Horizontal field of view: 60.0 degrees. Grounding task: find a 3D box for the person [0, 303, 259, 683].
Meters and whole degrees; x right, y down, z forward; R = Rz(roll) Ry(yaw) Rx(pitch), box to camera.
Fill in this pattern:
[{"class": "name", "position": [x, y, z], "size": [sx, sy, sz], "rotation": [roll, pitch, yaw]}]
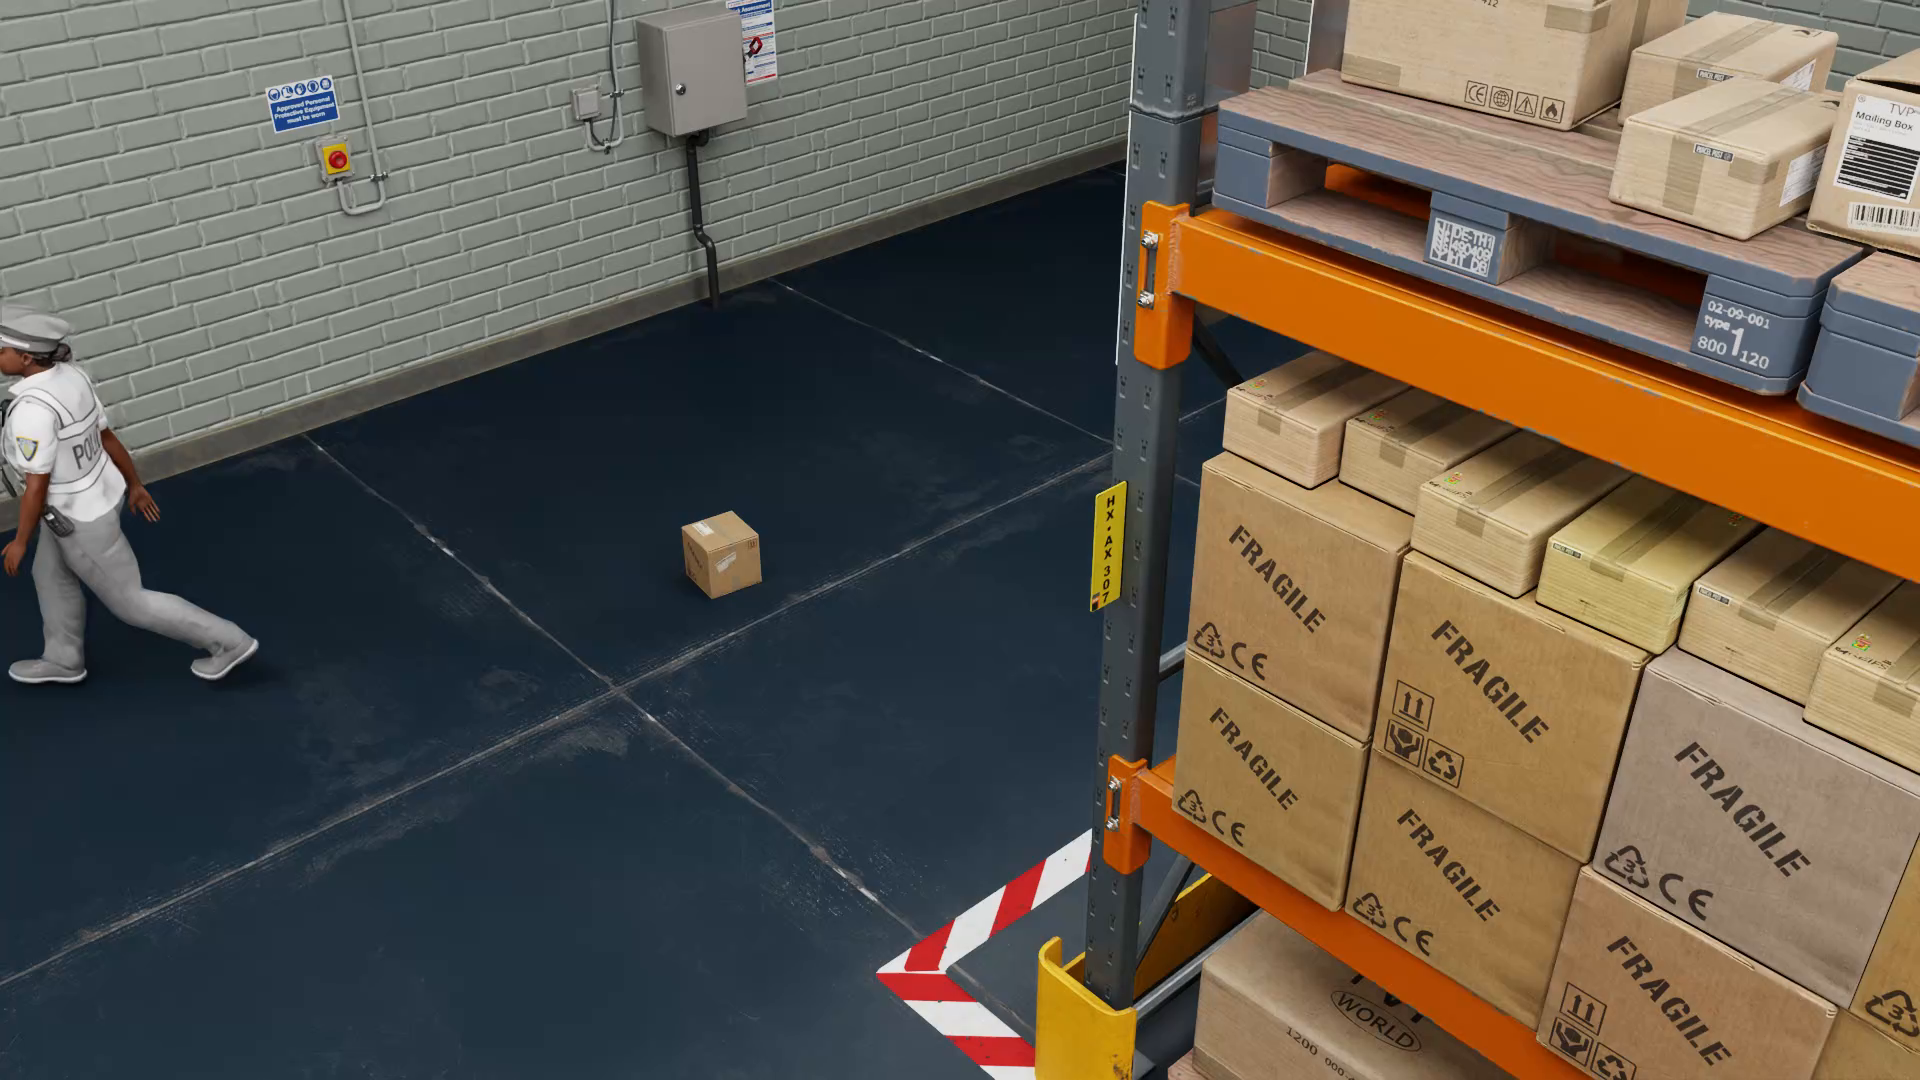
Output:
[{"class": "person", "position": [-3.333, -0.123, 6.305], "size": [0.998, 1.633, 0.469], "rotation": [-6, 32, -9]}]
